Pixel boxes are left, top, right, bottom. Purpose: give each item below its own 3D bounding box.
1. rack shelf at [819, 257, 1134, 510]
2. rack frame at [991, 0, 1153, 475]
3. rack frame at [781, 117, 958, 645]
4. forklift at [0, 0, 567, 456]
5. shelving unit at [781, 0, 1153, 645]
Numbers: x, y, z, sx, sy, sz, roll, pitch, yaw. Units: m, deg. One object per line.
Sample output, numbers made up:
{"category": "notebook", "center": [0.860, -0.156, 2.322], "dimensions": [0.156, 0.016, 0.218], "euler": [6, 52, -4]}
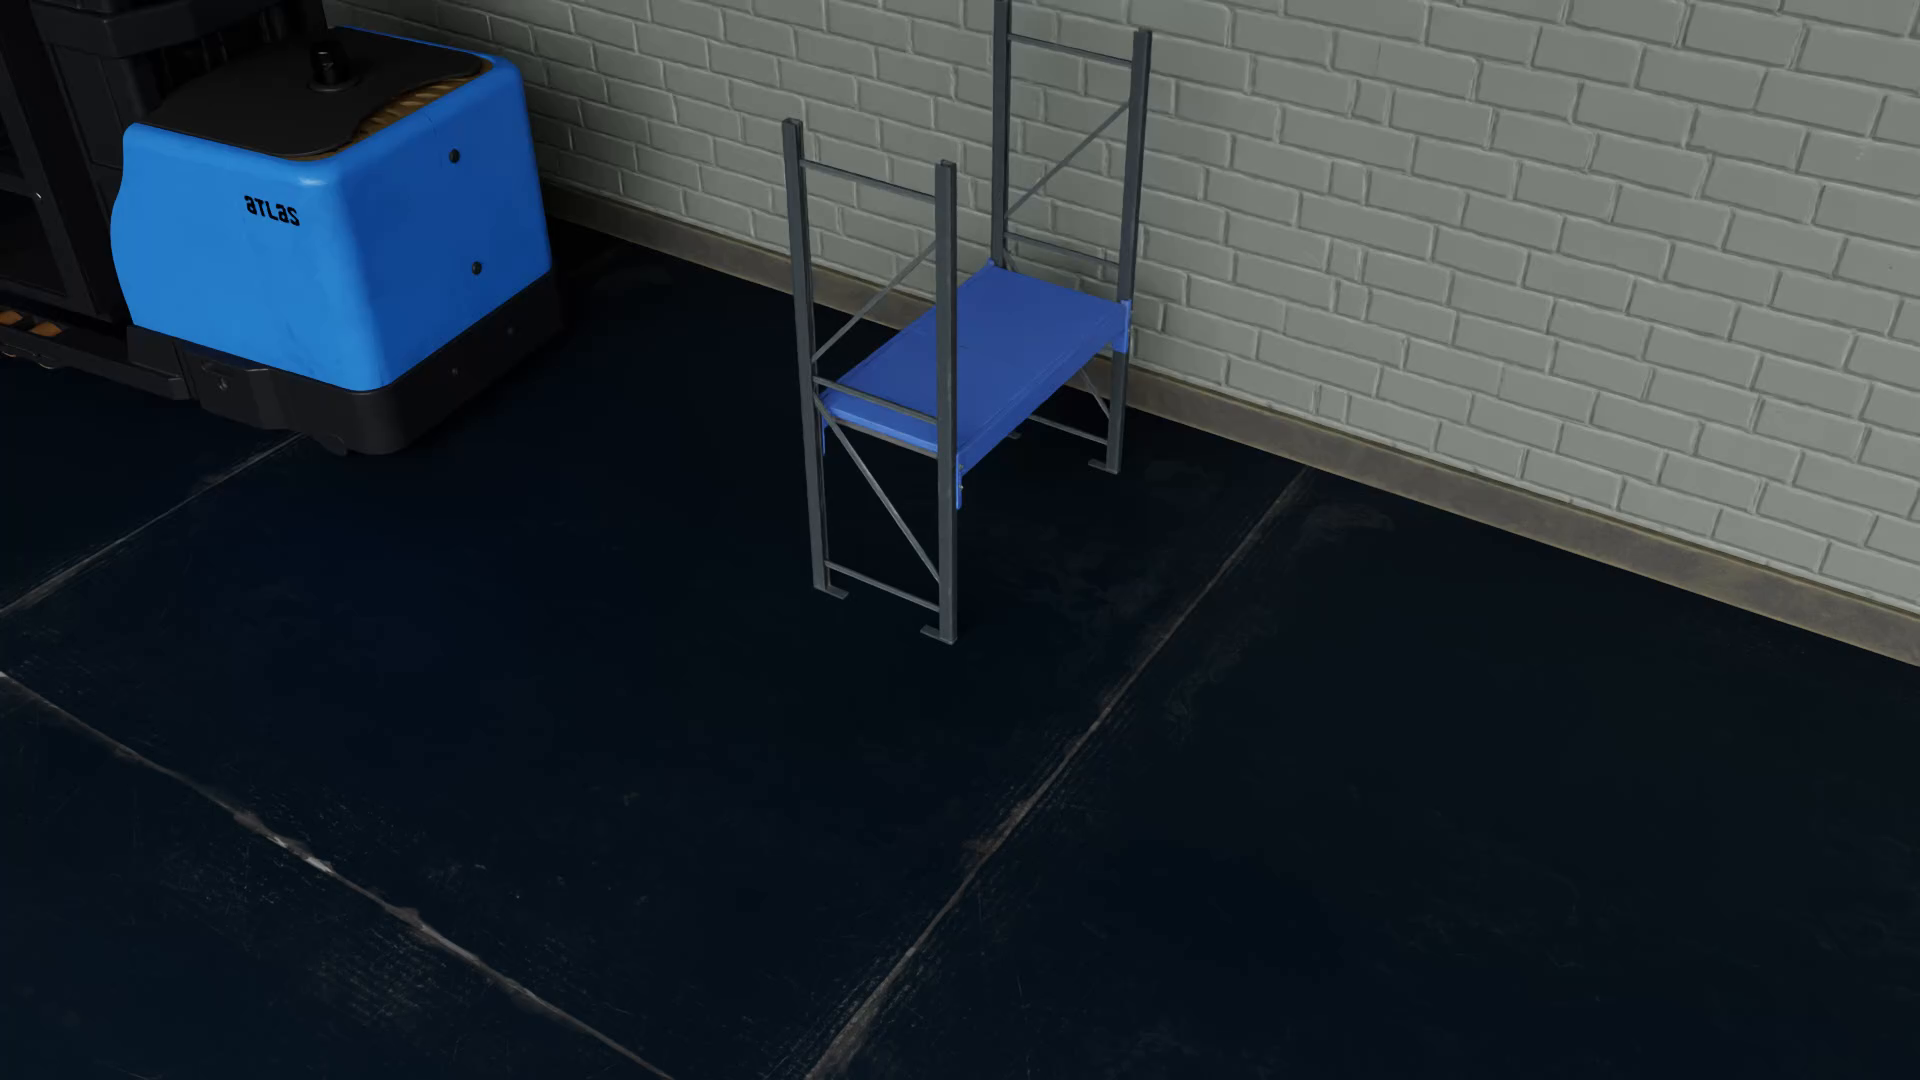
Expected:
{"category": "rack shelf", "center": [0.046, -0.496, 4.959], "dimensions": [0.538, 0.185, 1.000], "euler": [21, 42, 25]}
{"category": "rack frame", "center": [0.318, -0.900, 5.189], "dimensions": [0.500, 1.500, 0.032], "euler": [21, 42, 25]}
{"category": "rack frame", "center": [-0.227, -0.376, 4.509], "dimensions": [0.500, 1.500, 0.032], "euler": [21, 42, 25]}
{"category": "forklift", "center": [-3.016, -2.054, 5.514], "dimensions": [3.031, 2.935, 1.130], "euler": [17, 41, 20]}
{"category": "shelving unit", "center": [0.046, -0.638, 4.849], "dimensions": [0.538, 1.500, 1.048], "euler": [21, 42, 25]}
